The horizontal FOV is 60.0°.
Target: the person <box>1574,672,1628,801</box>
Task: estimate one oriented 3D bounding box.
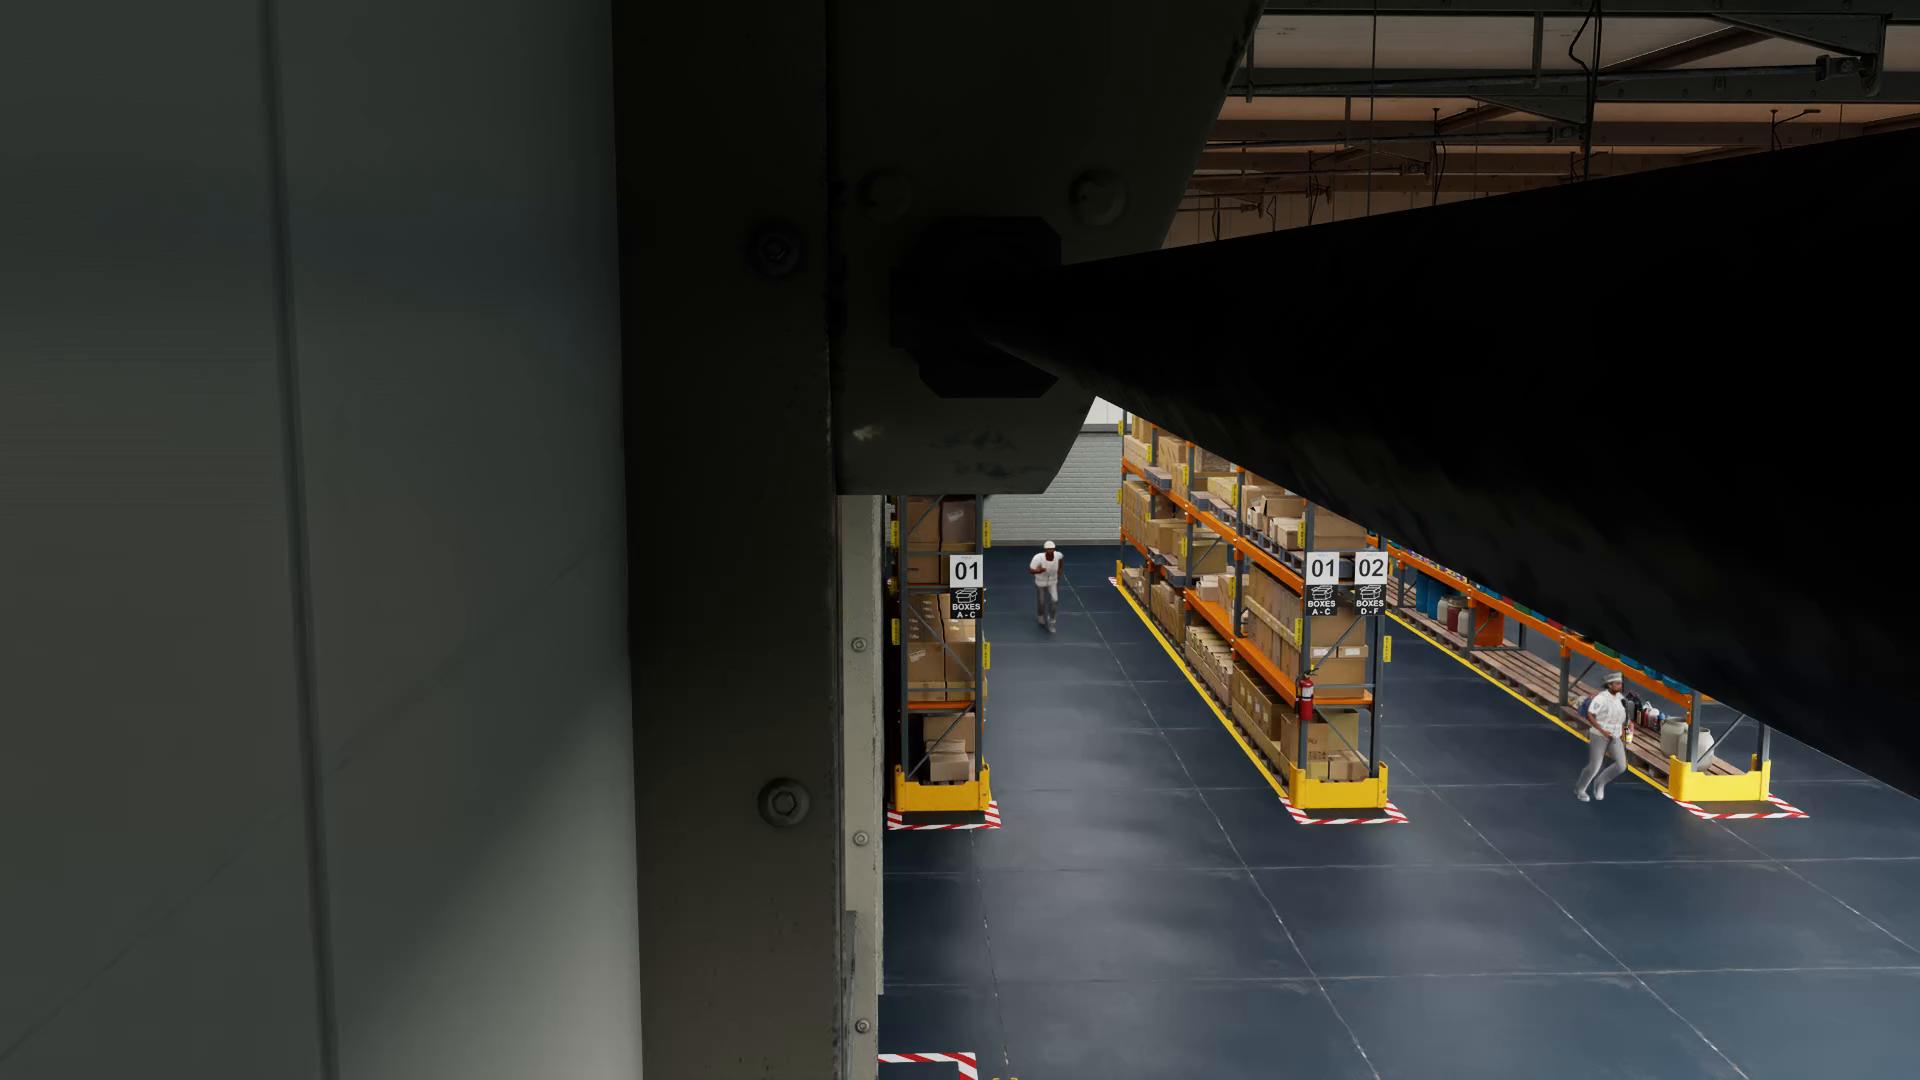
[{"bbox_3d":[8.136,2.459,20.848,0.636,1.640,0.590,-3,9,-19],"label":"person"}]

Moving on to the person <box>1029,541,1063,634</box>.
[{"bbox_3d":[1.621,0.859,31.425,0.690,1.766,0.953,-1,8,-7],"label":"person"}]

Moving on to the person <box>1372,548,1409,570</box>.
[{"bbox_3d":[9.907,-0.090,38.455,0.964,1.570,0.536,1,9,10],"label":"person"}]
